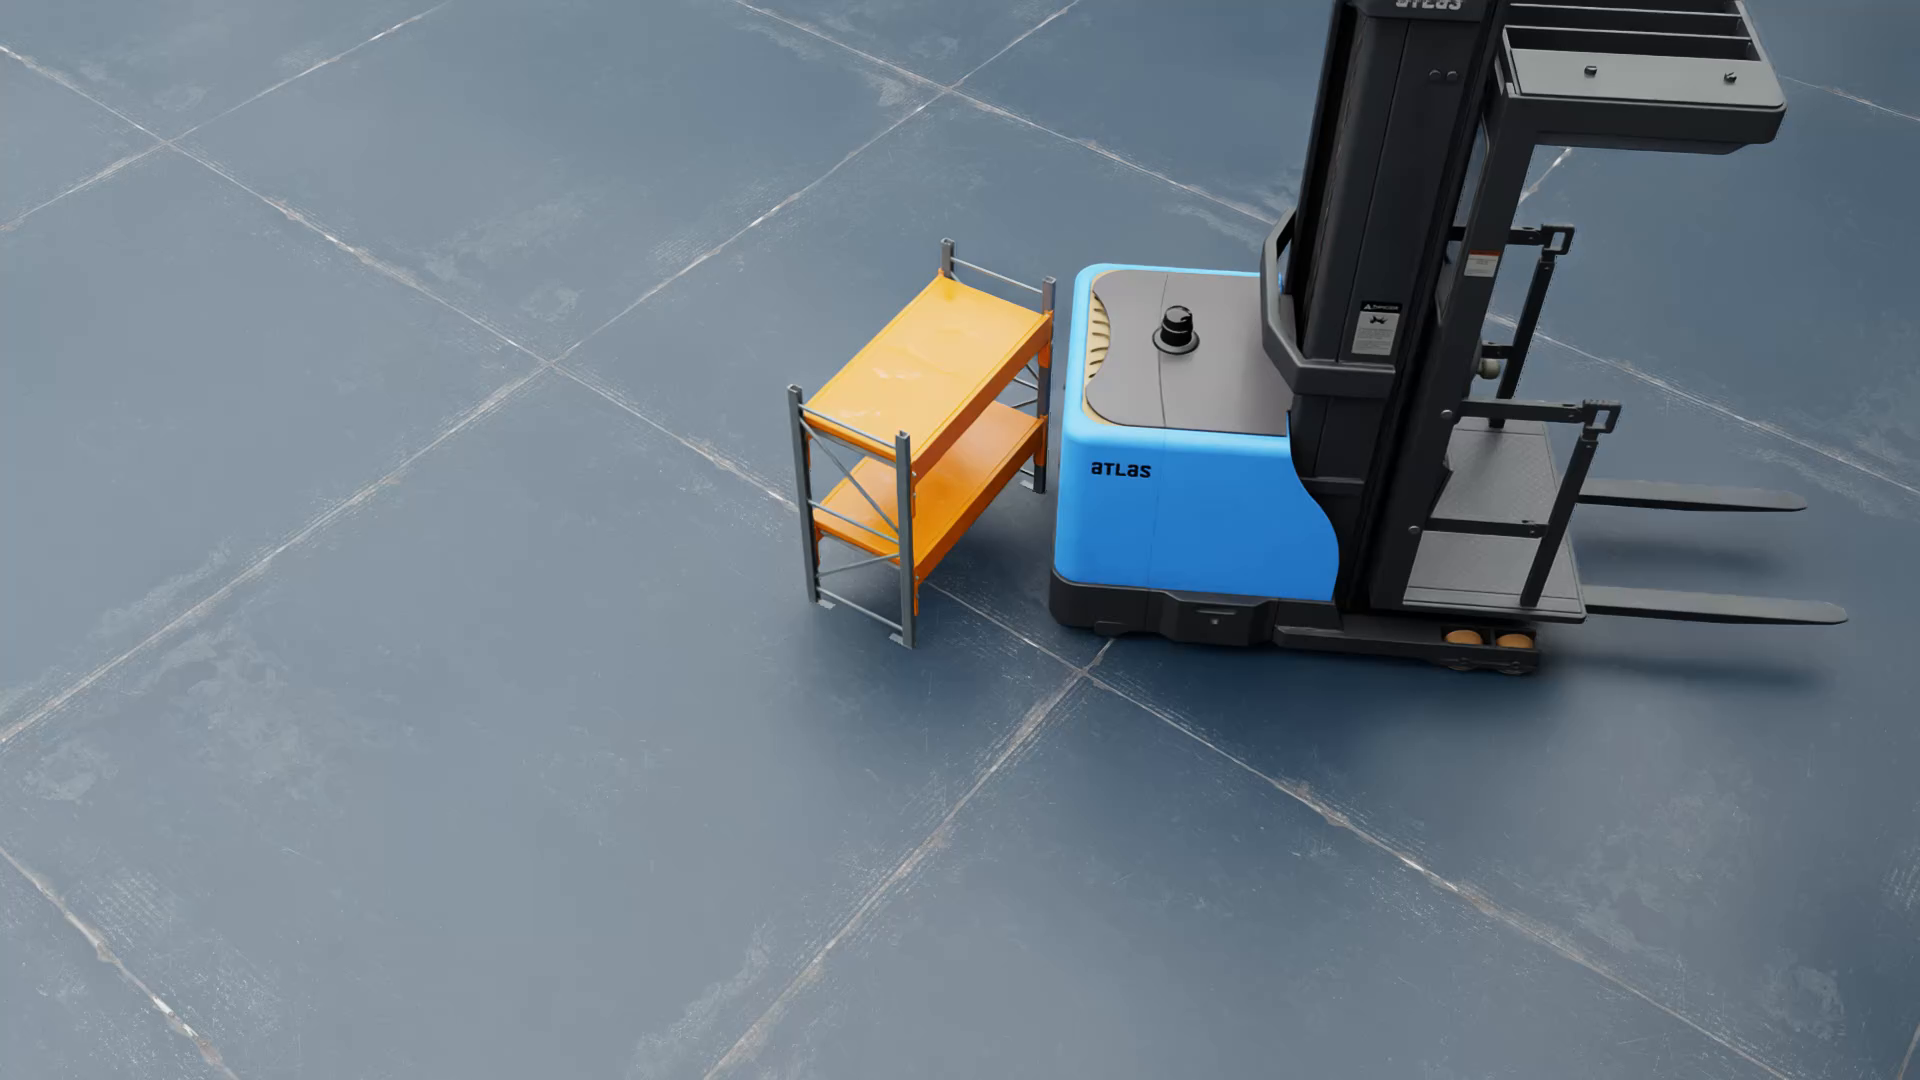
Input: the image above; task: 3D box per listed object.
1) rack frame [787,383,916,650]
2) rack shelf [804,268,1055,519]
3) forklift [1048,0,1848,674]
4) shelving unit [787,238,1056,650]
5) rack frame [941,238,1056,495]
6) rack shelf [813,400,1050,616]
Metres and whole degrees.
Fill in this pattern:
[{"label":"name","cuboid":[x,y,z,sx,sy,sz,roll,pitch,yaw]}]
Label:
[{"label":"rack frame","cuboid":[-0.392,-0.062,6.196,0.500,1.125,0.032,24,51,21]},{"label":"rack shelf","cuboid":[-0.123,-0.576,6.283,0.538,0.278,1.000,24,51,21]},{"label":"forklift","cuboid":[1.899,-0.901,5.749,3.031,2.935,1.130,4,46,4]},{"label":"shelving unit","cuboid":[-0.123,-0.374,6.494,0.538,1.125,1.048,24,51,21]},{"label":"rack frame","cuboid":[0.145,-0.686,6.792,0.500,1.125,0.032,24,51,21]},{"label":"rack shelf","cuboid":[-0.123,-0.205,6.671,0.538,0.278,1.000,24,51,21]}]
